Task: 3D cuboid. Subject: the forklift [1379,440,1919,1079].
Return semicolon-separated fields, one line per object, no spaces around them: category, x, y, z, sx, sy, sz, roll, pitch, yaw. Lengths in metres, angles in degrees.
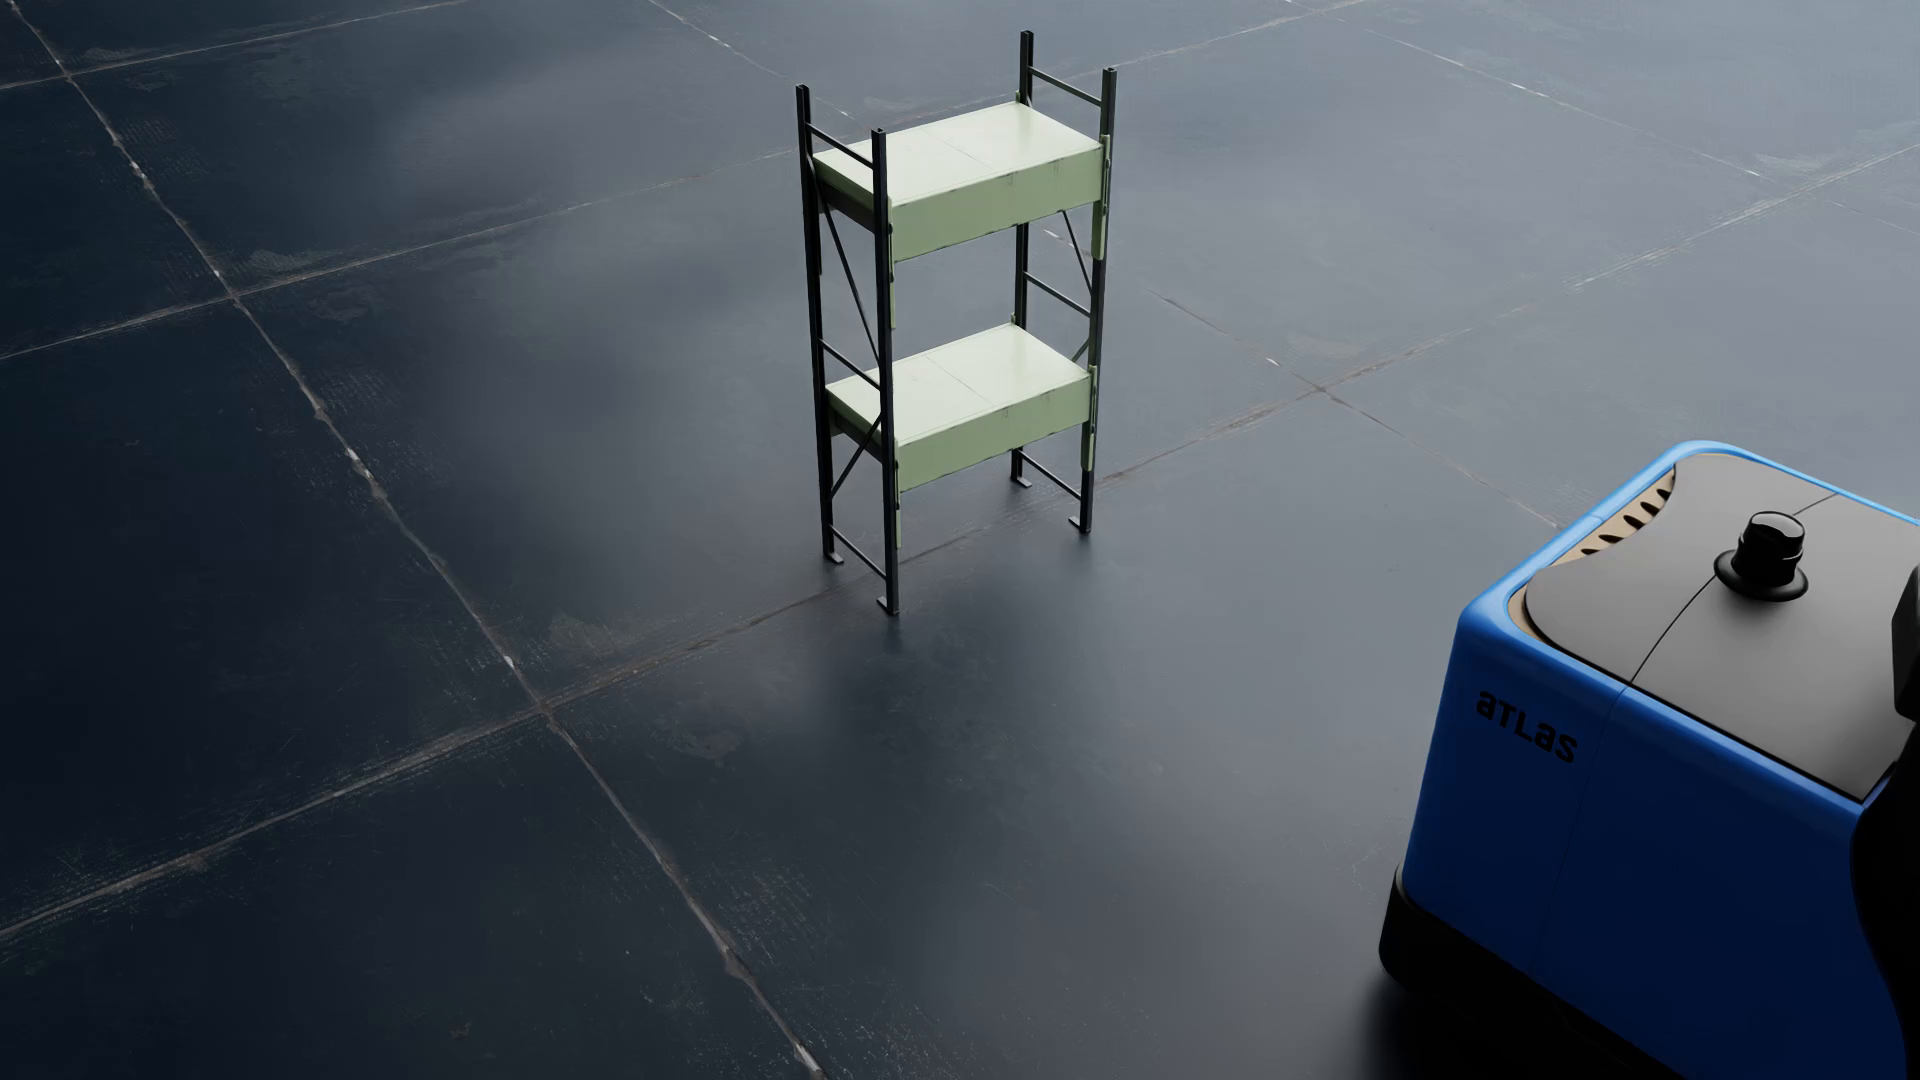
forklift;2.340;0.248;2.395;1.130;2.935;3.031;-29;45;-34

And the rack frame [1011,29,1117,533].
rack frame;0.294;-0.730;4.980;0.023;1.500;0.400;-22;41;-28

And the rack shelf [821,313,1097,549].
rack shelf;-0.005;-0.342;4.999;0.720;0.370;0.431;-22;41;-28

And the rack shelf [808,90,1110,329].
rack shelf;-0.005;-0.923;4.581;0.720;0.370;0.431;-22;41;-28

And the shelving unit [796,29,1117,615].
shelving unit;-0.005;-0.607;4.809;0.755;1.500;0.431;-22;41;-28

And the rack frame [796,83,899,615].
rack frame;-0.305;-0.484;4.638;0.023;1.500;0.400;-22;41;-28
